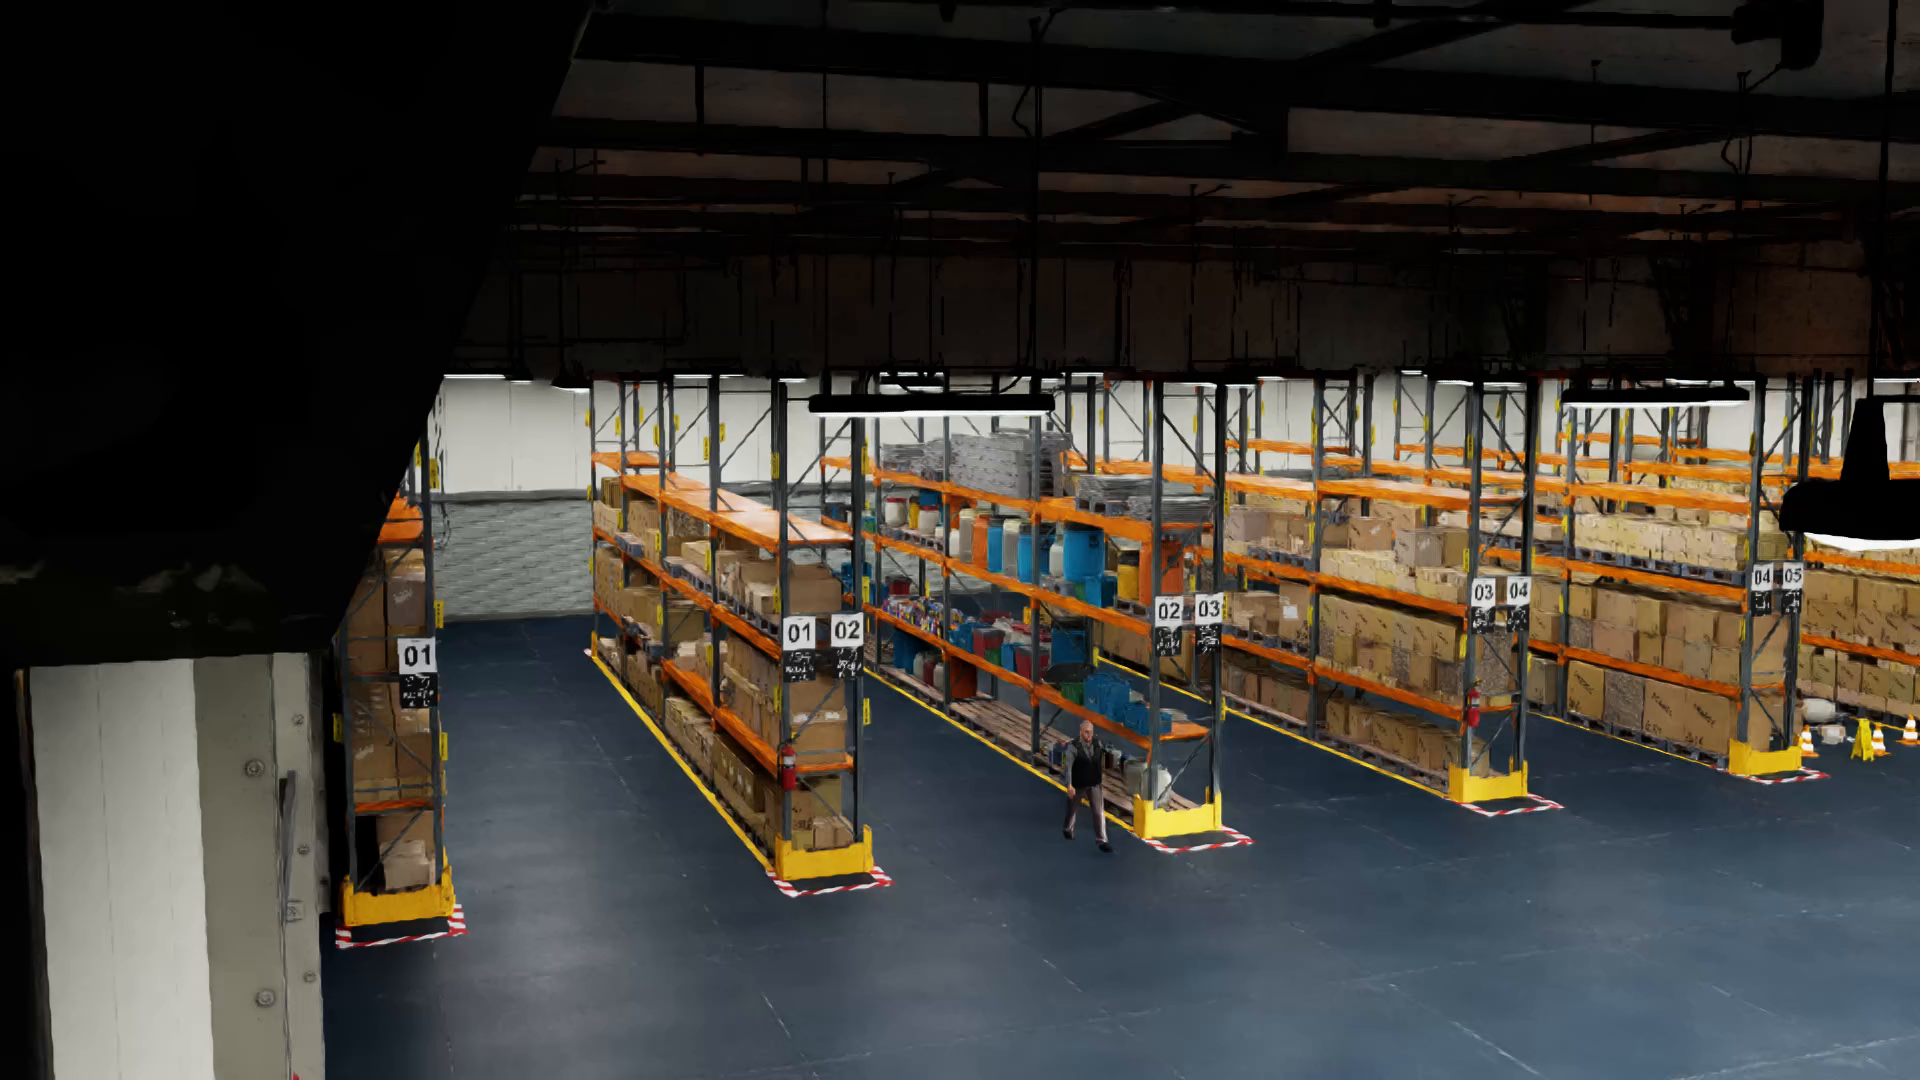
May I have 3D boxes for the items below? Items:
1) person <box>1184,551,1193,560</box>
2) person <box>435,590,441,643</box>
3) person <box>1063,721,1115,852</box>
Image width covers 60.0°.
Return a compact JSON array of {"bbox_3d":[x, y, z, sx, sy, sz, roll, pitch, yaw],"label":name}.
[{"bbox_3d":[5.507,0.868,41.325,0.595,1.745,0.983,0,6,3],"label":"person"},{"bbox_3d":[-11.707,1.436,36.255,0.486,1.723,0.727,2,7,17],"label":"person"},{"bbox_3d":[1.598,3.121,21.330,0.544,1.646,1.101,-2,7,-17],"label":"person"}]
